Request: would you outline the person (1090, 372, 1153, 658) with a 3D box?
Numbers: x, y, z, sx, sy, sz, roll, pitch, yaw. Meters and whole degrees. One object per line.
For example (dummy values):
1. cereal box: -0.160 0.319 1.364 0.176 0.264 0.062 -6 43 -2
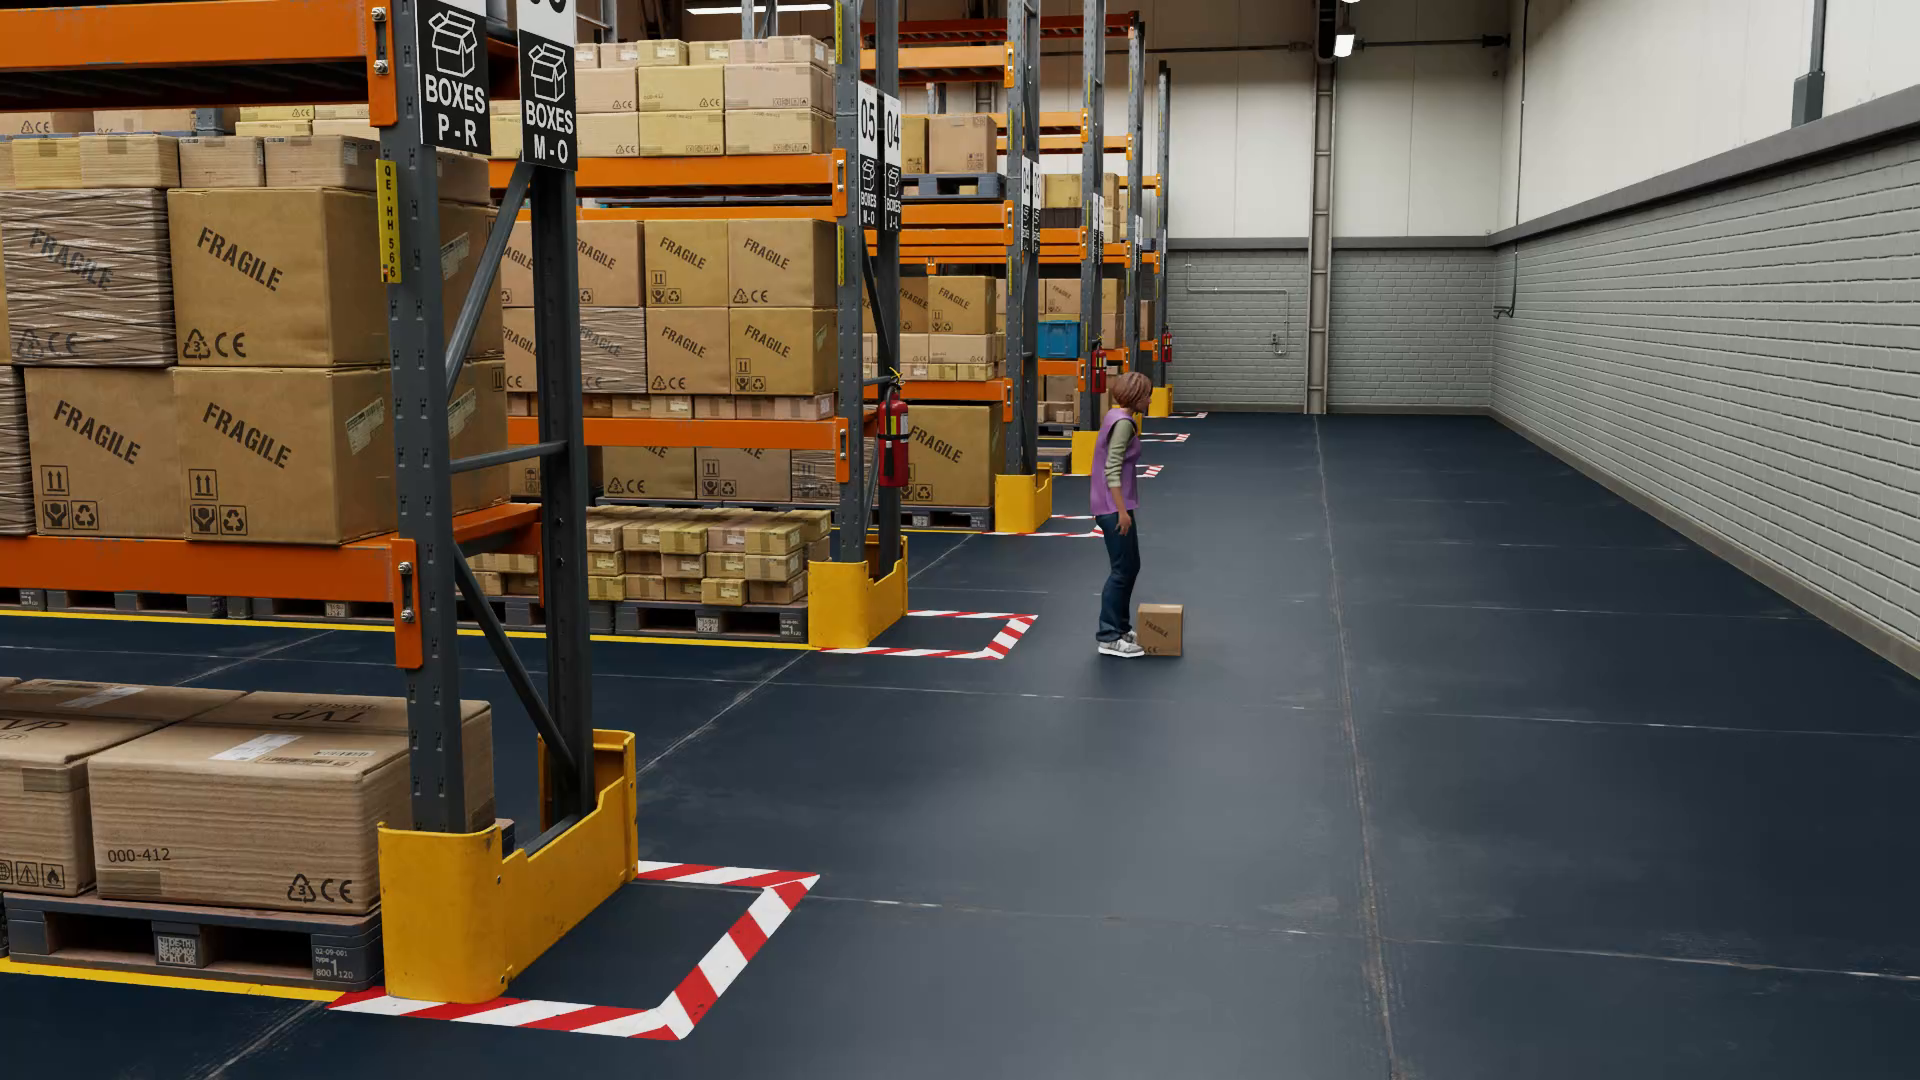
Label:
1. person: 0.925 -0.156 9.452 0.377 1.592 0.476 1 8 8
